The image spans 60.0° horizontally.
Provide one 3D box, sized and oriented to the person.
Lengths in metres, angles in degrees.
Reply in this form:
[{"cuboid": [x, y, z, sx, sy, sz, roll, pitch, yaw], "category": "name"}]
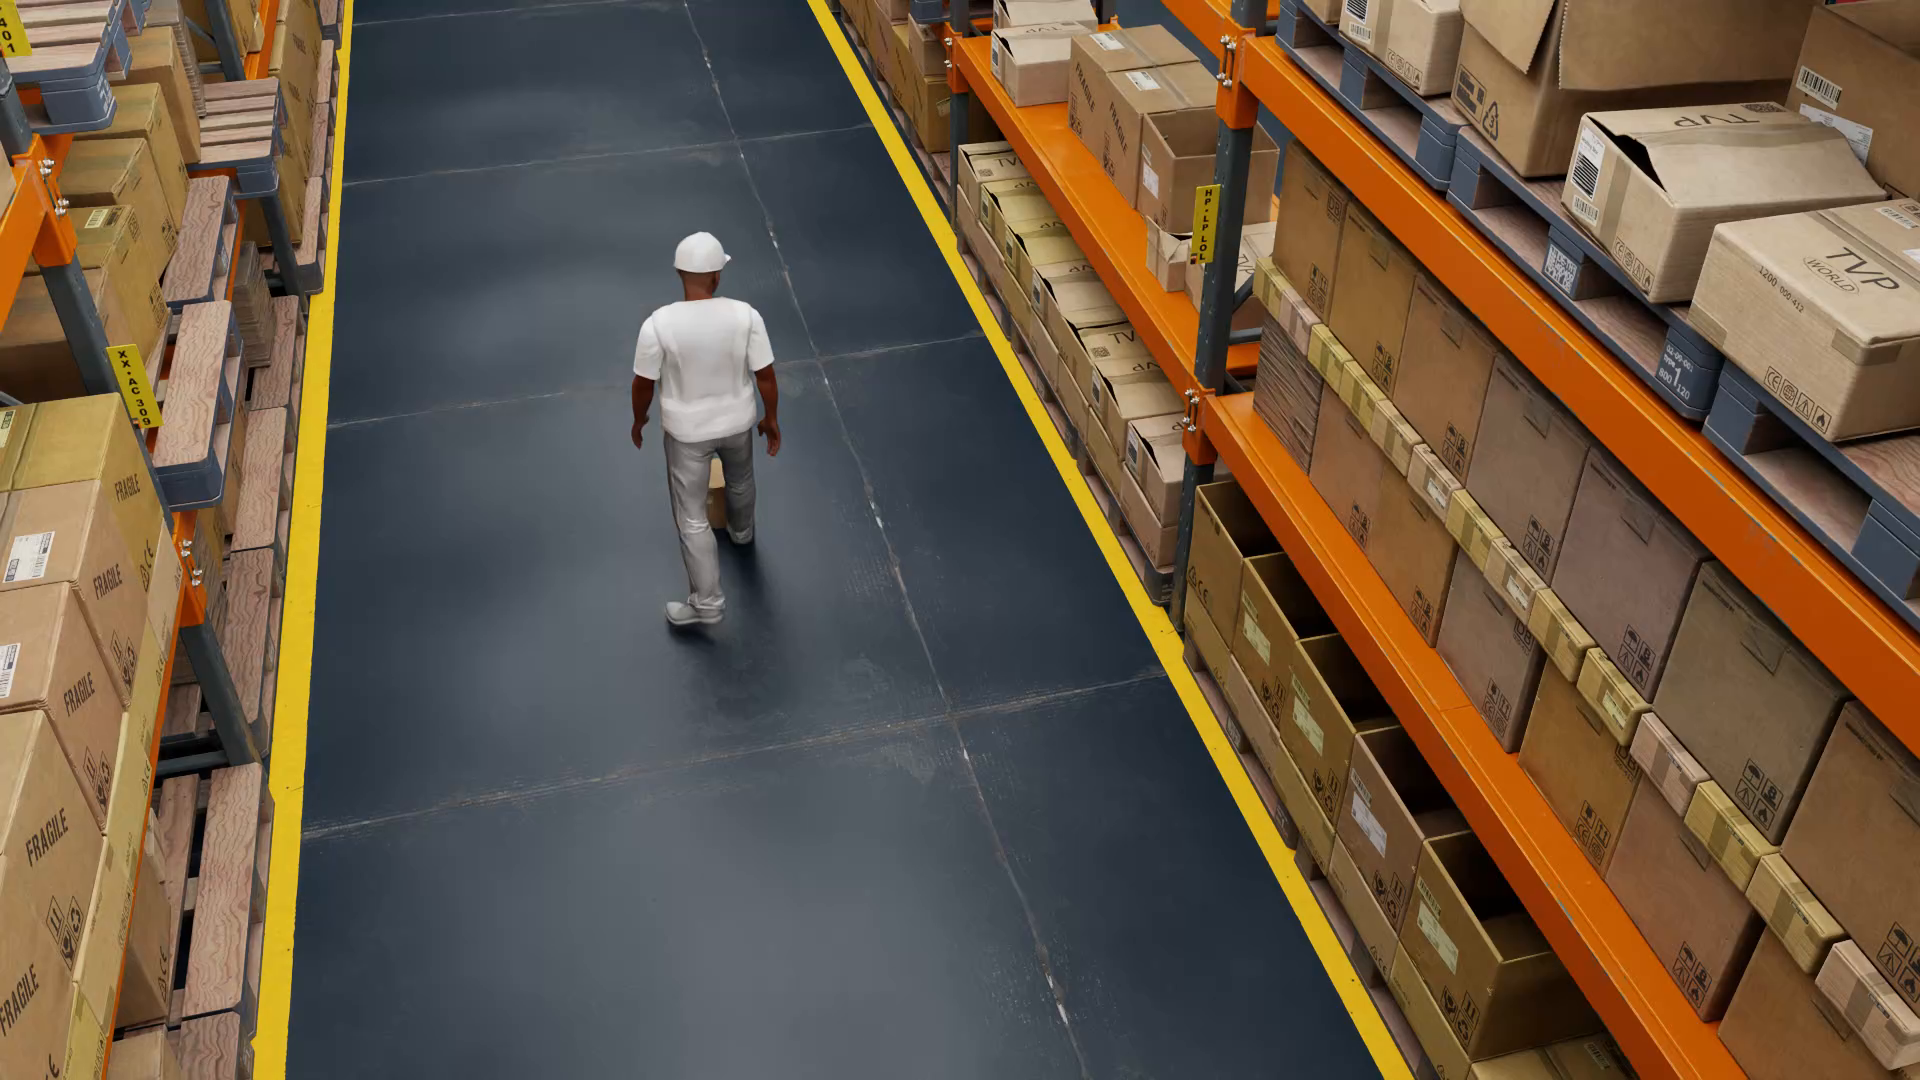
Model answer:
[{"cuboid": [-1.141, -0.523, 7.372, 0.661, 1.745, 0.939, -15, 40, -18], "category": "person"}]
